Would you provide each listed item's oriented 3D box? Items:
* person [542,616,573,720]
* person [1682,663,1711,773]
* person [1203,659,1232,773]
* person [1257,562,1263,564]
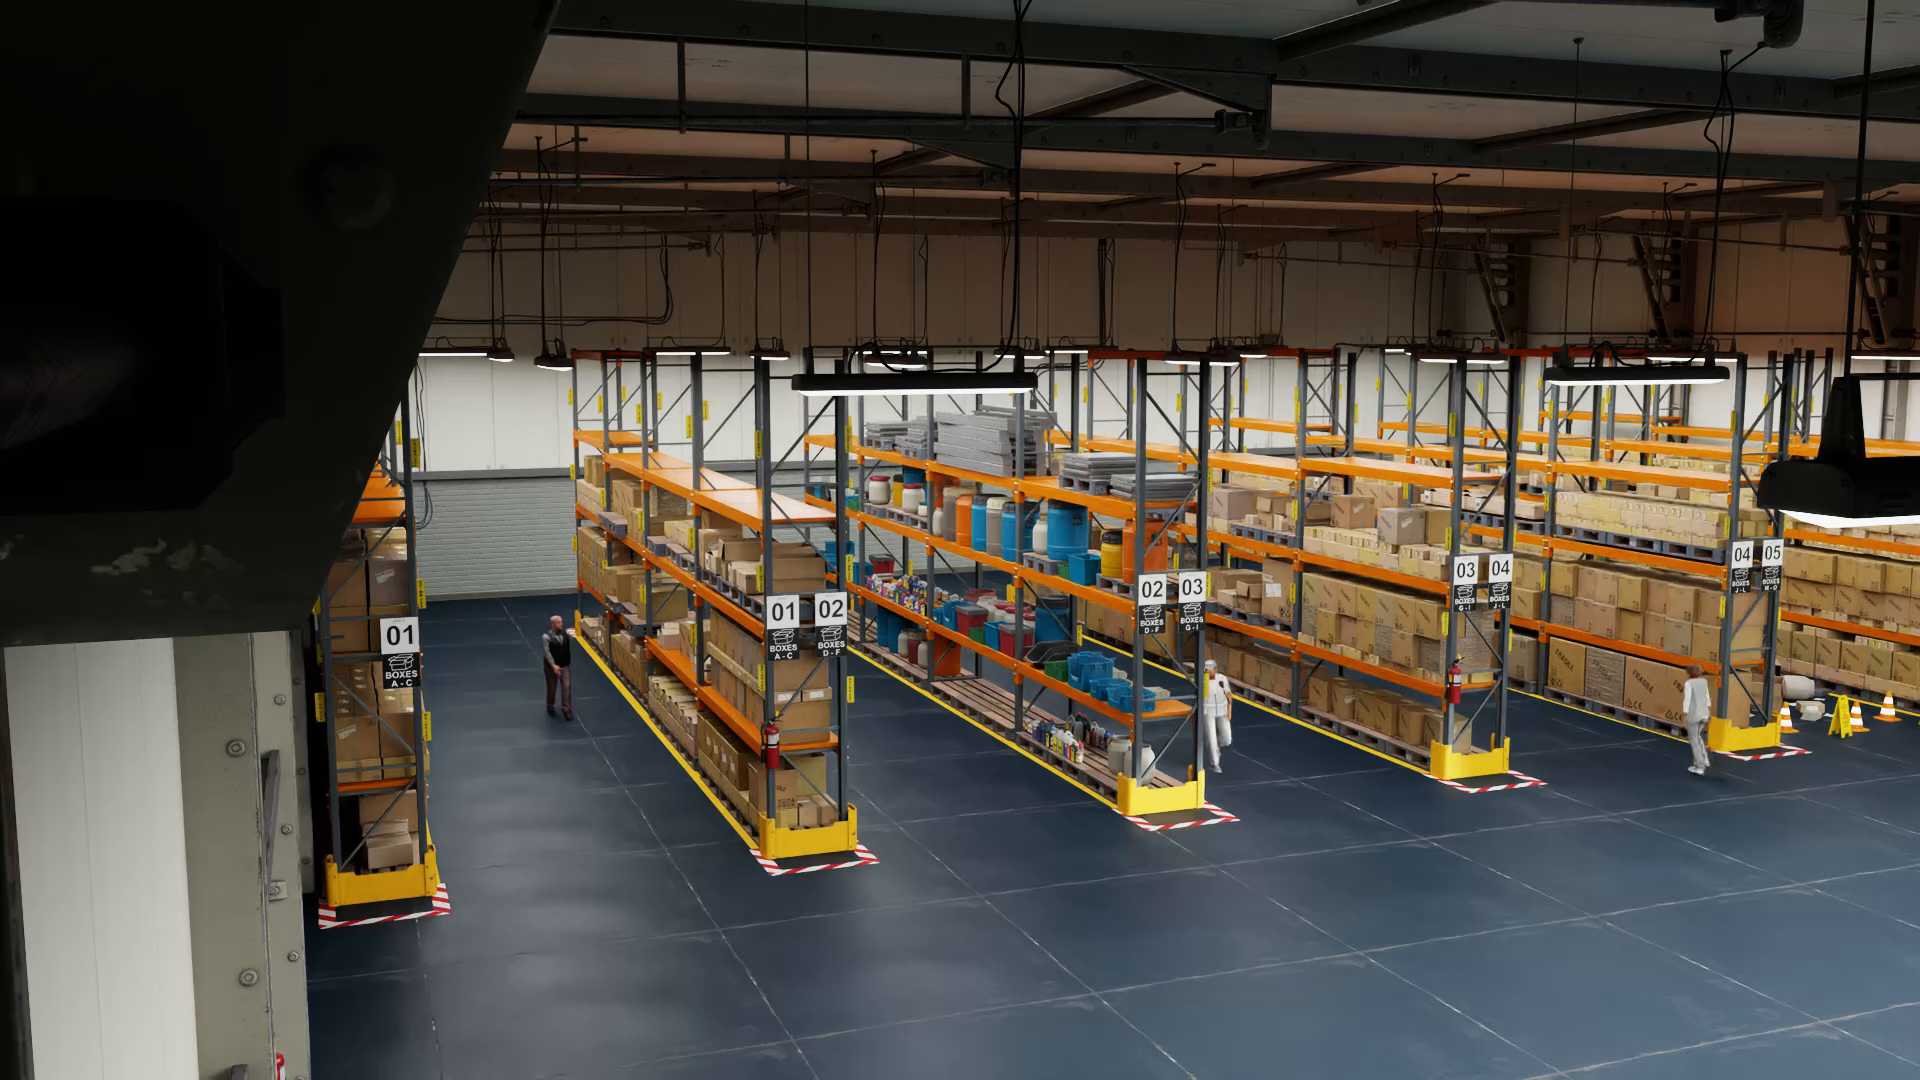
[{"bbox_3d":[-6.624,2.081,27.457,0.510,1.665,0.967,-4,8,-31],"label":"person"},{"bbox_3d":[10.616,2.560,23.976,0.456,1.586,0.441,-2,7,-14],"label":"person"},{"bbox_3d":[3.676,2.529,24.217,0.538,1.636,0.575,-1,7,-6],"label":"person"},{"bbox_3d":[8.527,-0.215,45.847,0.991,1.683,0.534,-4,8,-32],"label":"person"}]
